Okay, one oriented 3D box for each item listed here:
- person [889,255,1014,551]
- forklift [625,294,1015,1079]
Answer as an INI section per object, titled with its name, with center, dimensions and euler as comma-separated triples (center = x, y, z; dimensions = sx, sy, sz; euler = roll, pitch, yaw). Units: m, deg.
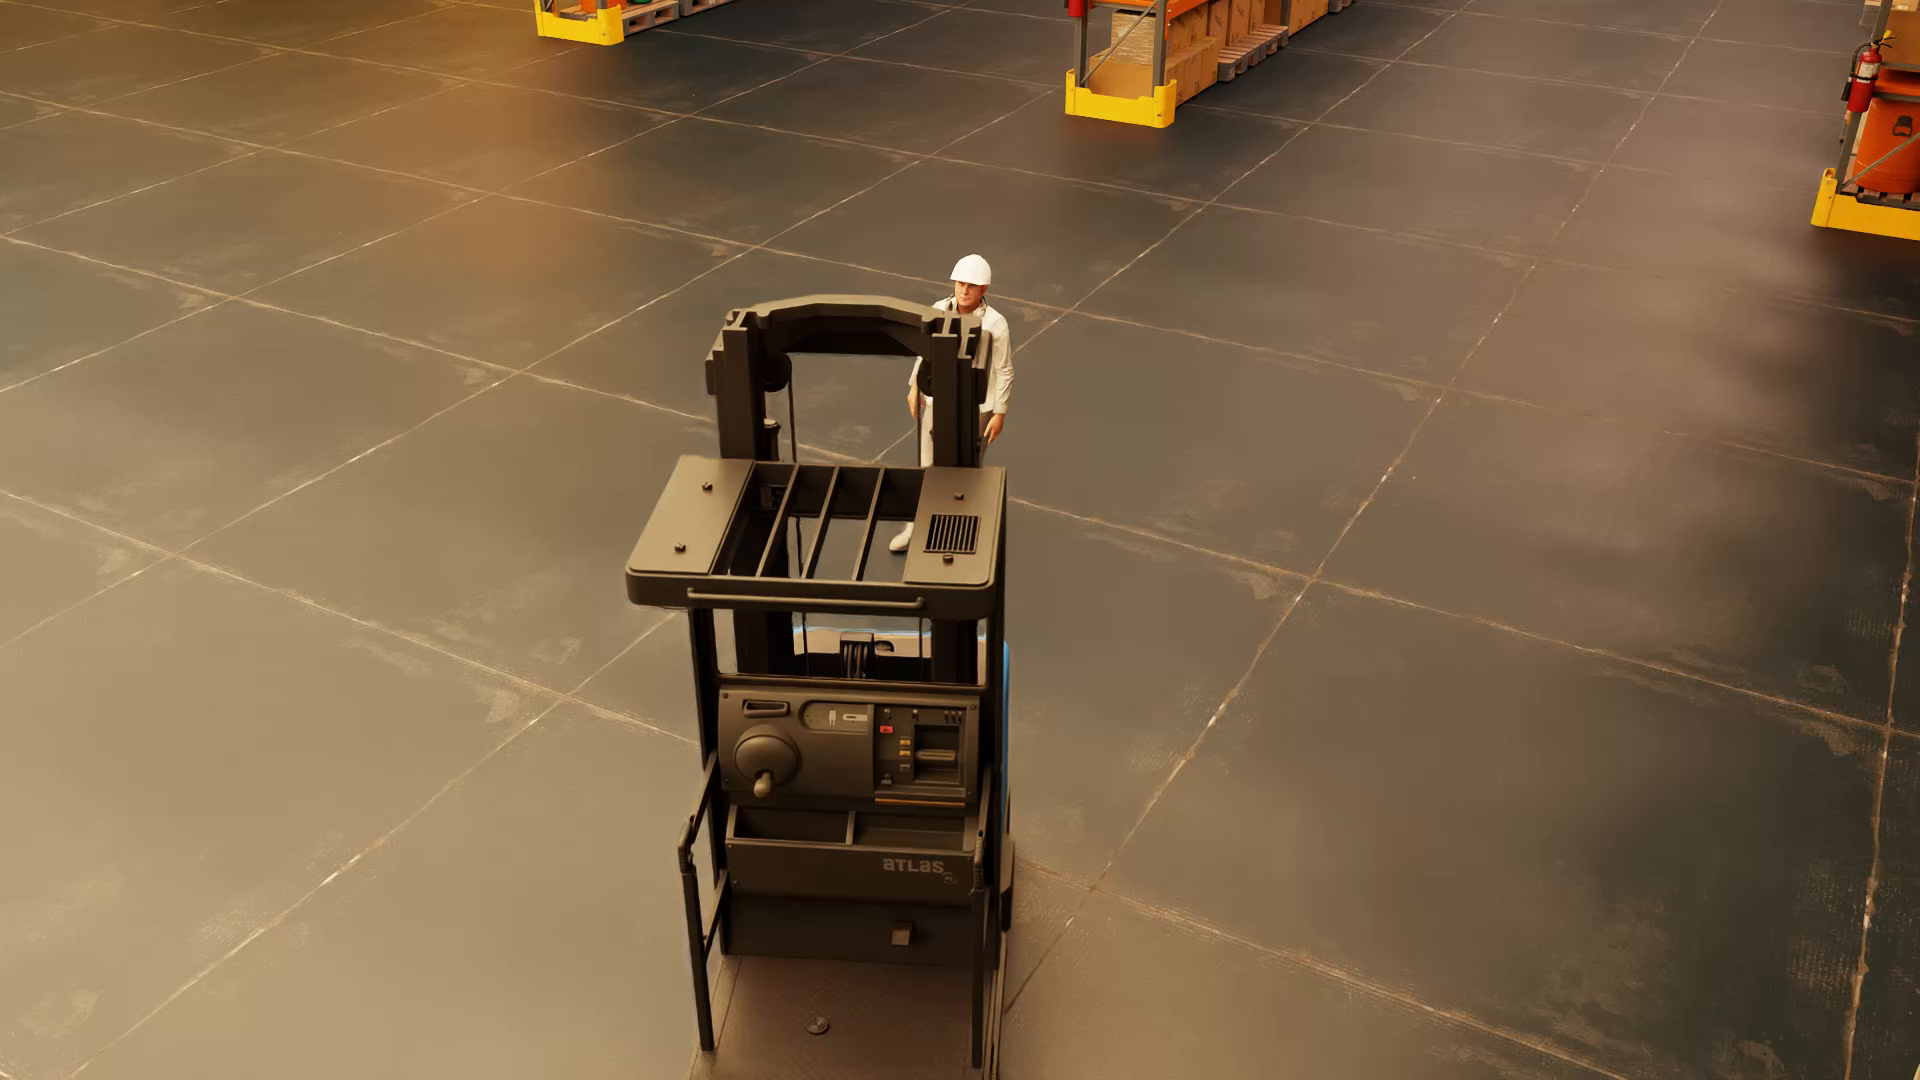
[person]
center = -0.037, -0.749, 9.511
dimensions = 0.634, 1.775, 0.566
euler = 15, 33, 25
[forklift]
center = -0.410, 0.779, 5.721
dimensions = 1.130, 2.935, 3.031
euler = 2, 30, 4
